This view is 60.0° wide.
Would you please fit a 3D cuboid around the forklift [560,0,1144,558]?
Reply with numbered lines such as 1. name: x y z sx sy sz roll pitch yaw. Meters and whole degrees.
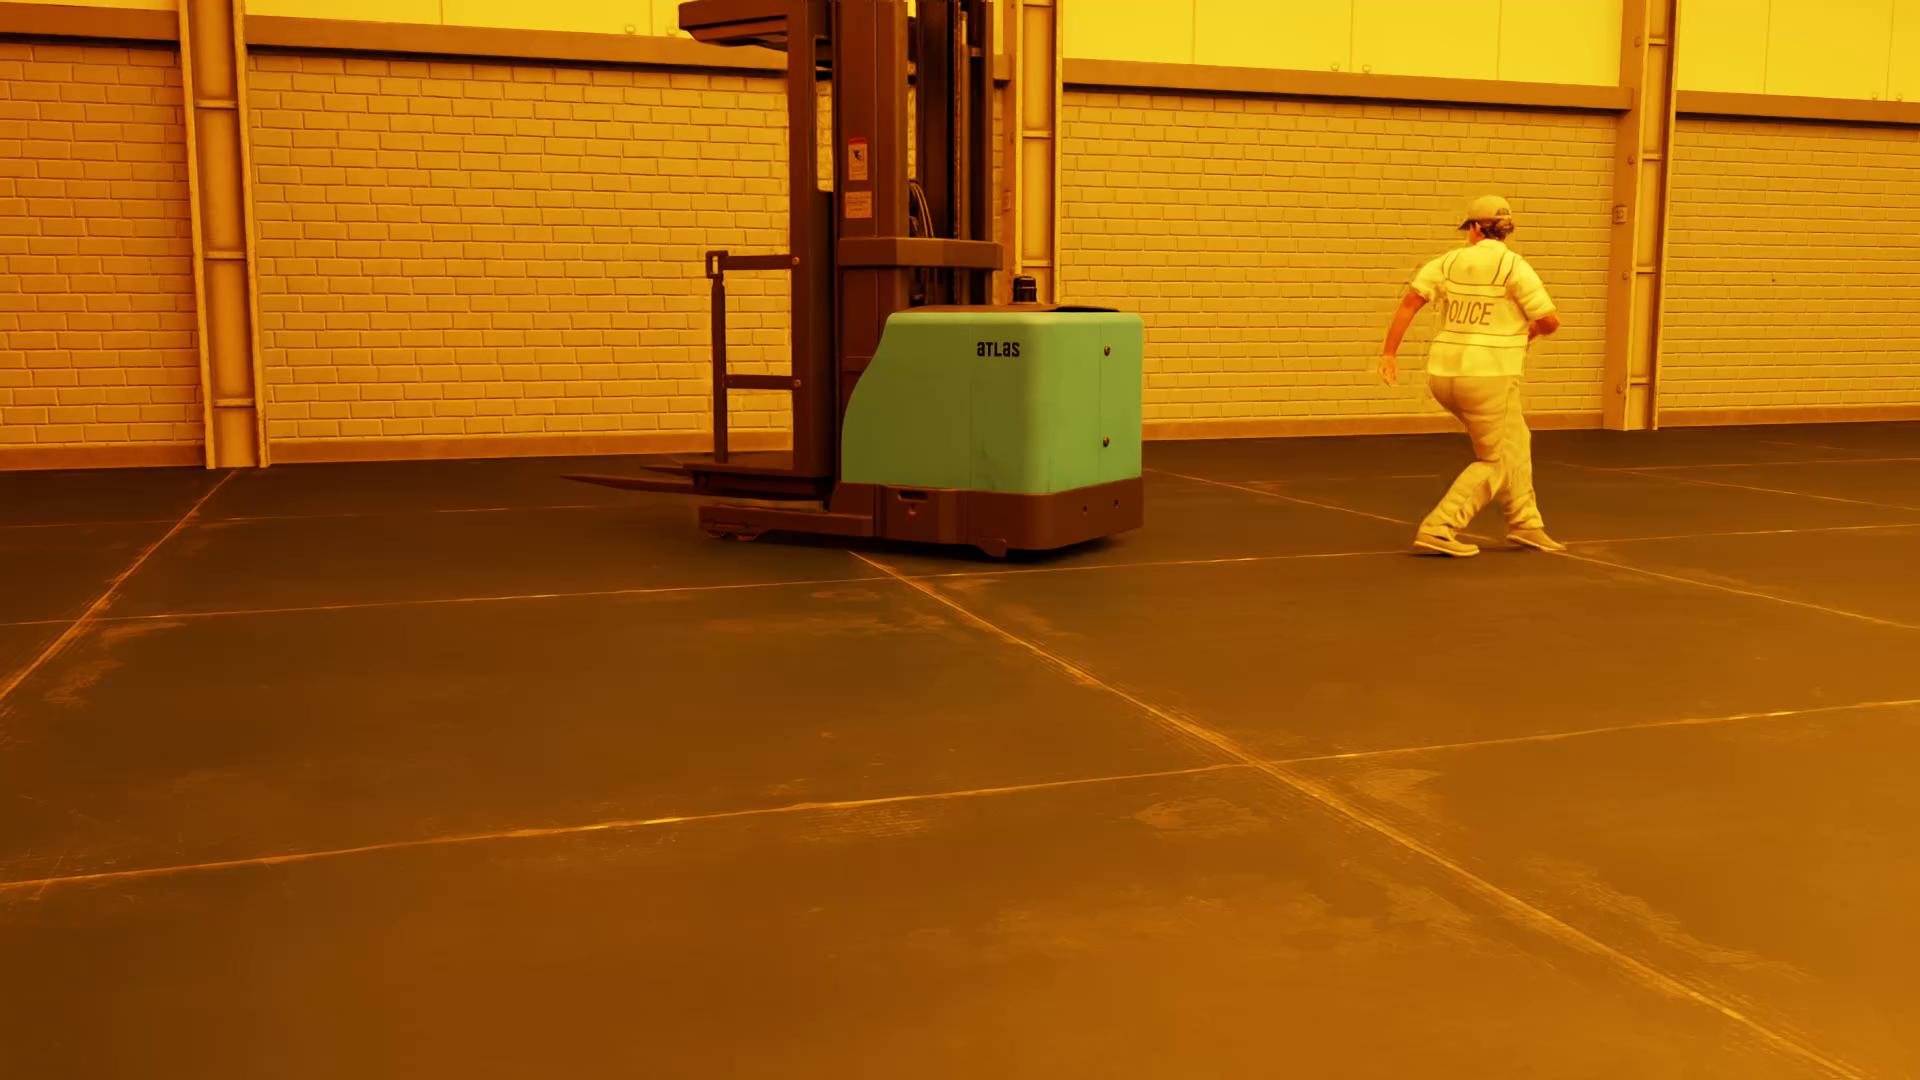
1. forklift: -0.653 -1.499 8.073 3.031 2.935 1.130 5 9 32

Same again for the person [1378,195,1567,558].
1. person: 2.350 -0.714 7.403 0.890 1.617 0.514 -3 8 -19
